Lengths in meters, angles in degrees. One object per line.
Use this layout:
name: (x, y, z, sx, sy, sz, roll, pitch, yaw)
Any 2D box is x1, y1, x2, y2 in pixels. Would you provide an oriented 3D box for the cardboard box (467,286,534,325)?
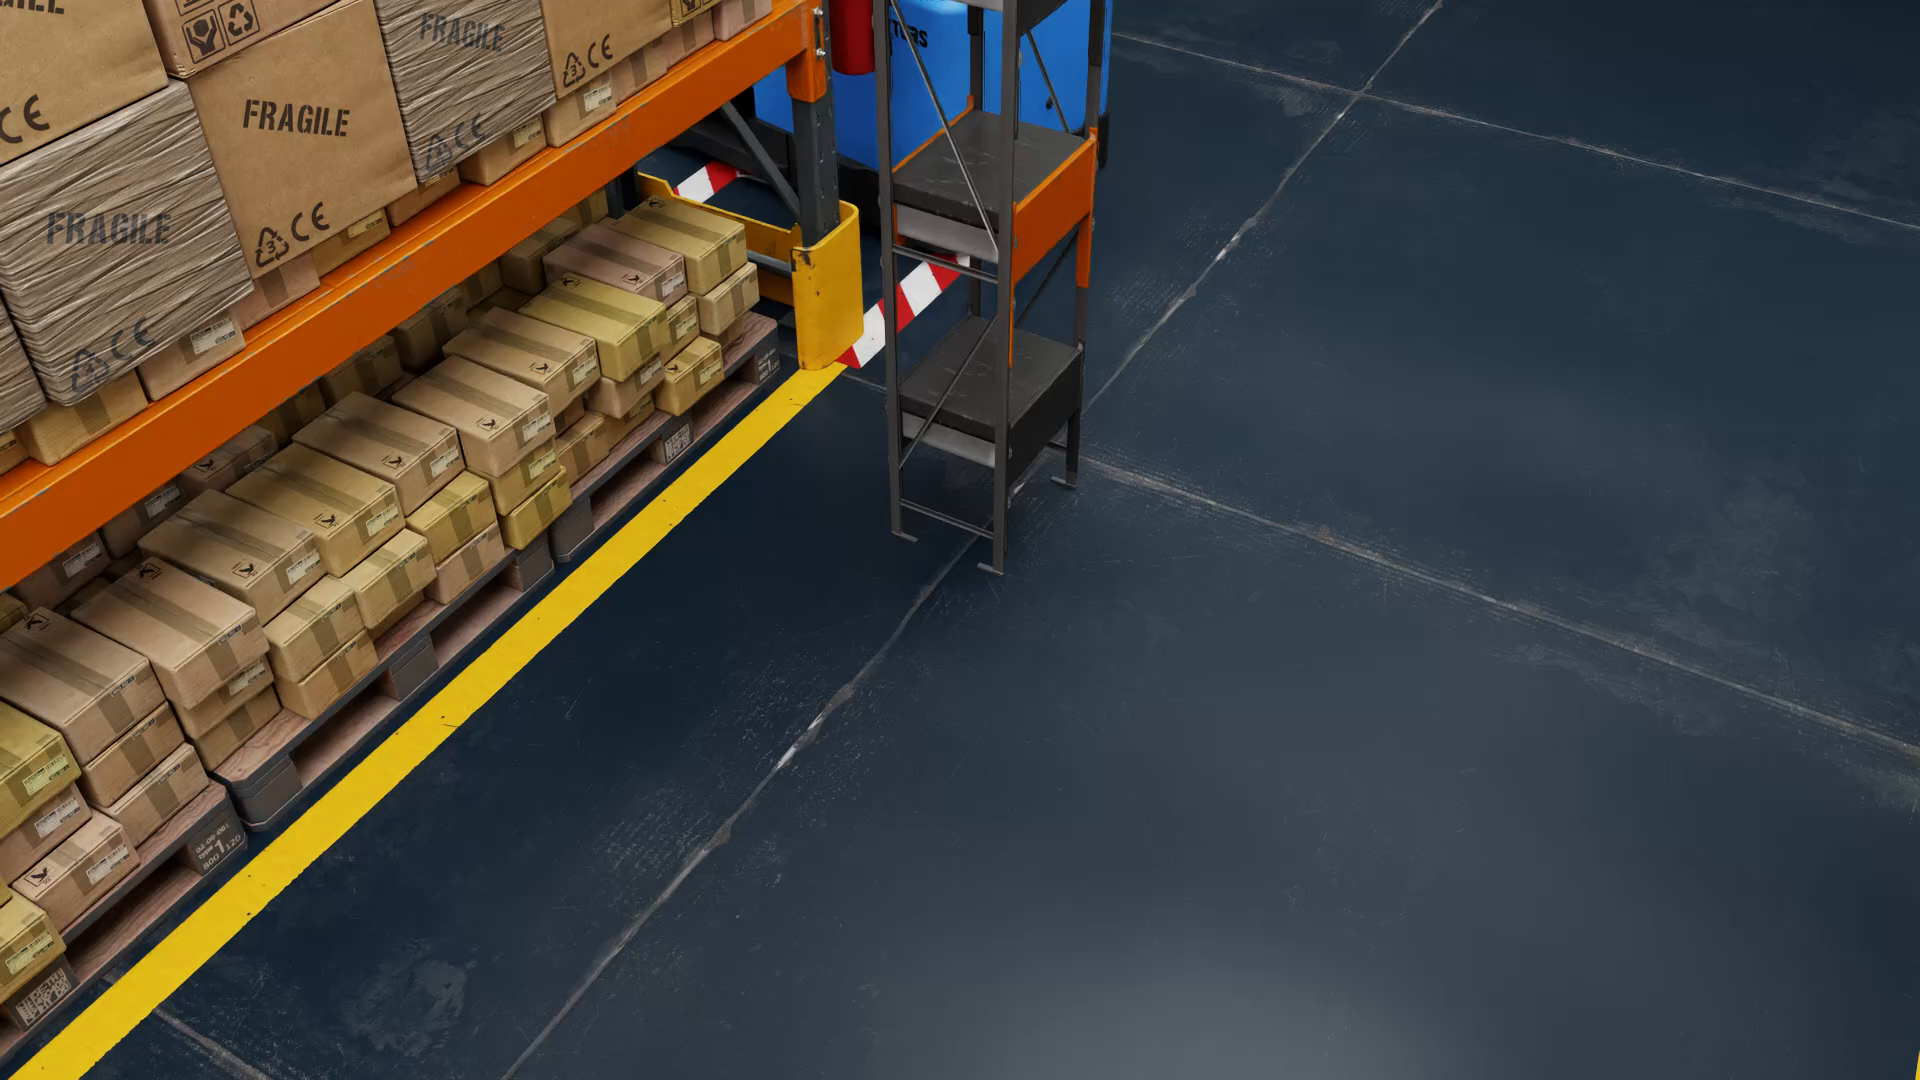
cardboard box: (-1.599, -0.726, 5.419, 0.380, 0.149, 0.250, 21, 46, 23)

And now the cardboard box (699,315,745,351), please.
cardboard box: (-0.966, -0.766, 5.690, 0.380, 0.149, 0.250, 22, 46, 23)

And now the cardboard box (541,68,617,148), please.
cardboard box: (-1.178, -1.242, 4.581, 0.380, 0.149, 0.250, 22, 46, 23)

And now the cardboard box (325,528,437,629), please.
cardboard box: (-1.665, 0.054, 4.533, 0.380, 0.149, 0.250, 21, 46, 22)

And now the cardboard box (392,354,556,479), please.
cardboard box: (-1.394, -0.359, 4.777, 0.380, 0.149, 0.250, 23, 46, 24)

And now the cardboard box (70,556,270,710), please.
cardboard box: (-1.951, 0.226, 4.113, 0.380, 0.149, 0.250, 22, 46, 23)

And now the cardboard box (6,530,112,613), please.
cardboard box: (-2.467, 0.027, 4.339, 0.380, 0.149, 0.250, 19, 45, 20)

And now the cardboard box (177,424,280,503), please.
cardboard box: (-2.124, -0.237, 4.639, 0.380, 0.149, 0.250, 21, 46, 22)

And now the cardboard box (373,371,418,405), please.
cardboard box: (-1.872, -0.432, 5.085, 0.380, 0.149, 0.250, 19, 45, 20)

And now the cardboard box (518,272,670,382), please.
cardboard box: (-1.123, -0.658, 5.117, 0.380, 0.149, 0.250, 20, 45, 21)

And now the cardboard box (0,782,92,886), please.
cardboard box: (-2.286, 0.613, 3.898, 0.380, 0.149, 0.250, 21, 45, 22)

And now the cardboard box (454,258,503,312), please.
cardboard box: (-1.710, -0.873, 5.361, 0.380, 0.149, 0.250, 21, 45, 22)

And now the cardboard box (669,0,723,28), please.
cardboard box: (-0.885, -1.856, 4.787, 0.500, 0.500, 0.500, 22, 46, 23)

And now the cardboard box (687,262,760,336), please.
cardboard box: (-0.900, -0.852, 5.562, 0.380, 0.149, 0.250, 20, 45, 21)

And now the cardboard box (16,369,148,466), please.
cardboard box: (-1.983, -0.338, 3.554, 0.380, 0.149, 0.250, 22, 46, 23)

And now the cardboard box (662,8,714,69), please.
cardboard box: (-0.958, -1.544, 4.924, 0.380, 0.149, 0.250, 21, 45, 22)

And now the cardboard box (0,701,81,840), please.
cardboard box: (-2.260, 0.502, 3.800, 0.380, 0.149, 0.250, 20, 45, 21)

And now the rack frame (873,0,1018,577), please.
rack frame: (-0.039, -0.743, 4.505, 0.400, 2.100, 0.015, 21, 45, 22)

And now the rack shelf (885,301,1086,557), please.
rack shelf: (0.083, -0.347, 5.135, 0.431, 0.518, 0.480, 21, 45, 22)

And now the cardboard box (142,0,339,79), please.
cardboard box: (-1.664, -1.335, 3.439, 0.500, 0.500, 0.500, 19, 45, 21)

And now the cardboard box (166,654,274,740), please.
cardboard box: (-1.991, 0.310, 4.242, 0.380, 0.149, 0.250, 23, 46, 24)

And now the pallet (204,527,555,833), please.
pallet: (-1.970, 0.190, 4.875, 1.003, 0.211, 1.213, 21, 45, 22)

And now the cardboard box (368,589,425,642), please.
cardboard box: (-1.745, 0.119, 4.685, 0.380, 0.149, 0.250, 22, 46, 23)

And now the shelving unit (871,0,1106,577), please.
shelving unit: (0.083, -0.883, 4.664, 0.431, 2.100, 0.503, 21, 45, 22)

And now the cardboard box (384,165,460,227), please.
cardboard box: (-1.522, -0.966, 4.268, 0.380, 0.149, 0.250, 19, 45, 20)

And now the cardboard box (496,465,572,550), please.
cardboard box: (-1.399, -0.151, 4.991, 0.380, 0.149, 0.250, 19, 45, 20)

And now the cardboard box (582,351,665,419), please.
cardboard box: (-1.158, -0.554, 5.223, 0.380, 0.149, 0.250, 19, 45, 20)

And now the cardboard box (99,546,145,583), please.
cardboard box: (-2.286, 0.027, 4.564, 0.380, 0.149, 0.250, 19, 45, 20)

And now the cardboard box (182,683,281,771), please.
cardboard box: (-2.023, 0.411, 4.353, 0.380, 0.149, 0.250, 19, 45, 20)

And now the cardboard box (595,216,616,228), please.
cardboard box: (-1.367, -1.033, 5.768, 0.380, 0.149, 0.250, 23, 46, 24)

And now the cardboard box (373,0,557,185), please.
cardboard box: (-1.393, -1.269, 4.121, 0.500, 0.500, 0.500, 21, 46, 22)

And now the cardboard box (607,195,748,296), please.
cardboard box: (-0.928, -0.973, 5.474, 0.380, 0.149, 0.250, 21, 46, 23)

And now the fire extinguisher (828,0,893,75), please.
fire extinguisher: (-0.357, -1.871, 5.446, 0.296, 0.674, 0.183, 21, 45, 22)

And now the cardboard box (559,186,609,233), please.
cardboard box: (-1.439, -1.172, 5.701, 0.380, 0.149, 0.250, 19, 45, 20)

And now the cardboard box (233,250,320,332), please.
cardboard box: (-1.749, -0.658, 3.917, 0.380, 0.149, 0.250, 23, 46, 24)

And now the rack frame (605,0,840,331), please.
rack frame: (-0.883, -2.049, 5.307, 1.000, 3.000, 0.127, 21, 45, 22)

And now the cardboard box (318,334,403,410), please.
cardboard box: (-1.909, -0.548, 4.992, 0.380, 0.149, 0.250, 23, 46, 24)

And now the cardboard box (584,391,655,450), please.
cardboard box: (-1.214, -0.463, 5.345, 0.380, 0.149, 0.250, 21, 45, 22)

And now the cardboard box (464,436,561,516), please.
cardboard box: (-1.406, -0.253, 4.882, 0.380, 0.149, 0.250, 22, 46, 23)

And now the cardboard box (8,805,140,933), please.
cardboard box: (-2.212, 0.739, 3.981, 0.380, 0.149, 0.250, 21, 45, 22)

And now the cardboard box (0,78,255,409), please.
cardboard box: (-1.894, -0.671, 3.441, 0.500, 0.500, 0.500, 20, 45, 21)

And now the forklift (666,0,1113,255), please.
forklift: (-0.836, -3.025, 6.467, 3.031, 2.935, 1.130, 29, 49, 29)

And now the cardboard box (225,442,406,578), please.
cardboard box: (-1.729, -0.085, 4.466, 0.380, 0.149, 0.250, 21, 46, 22)

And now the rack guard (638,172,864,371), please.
rack guard: (-0.921, -1.067, 6.083, 1.175, 0.500, 0.348, 21, 45, 22)
